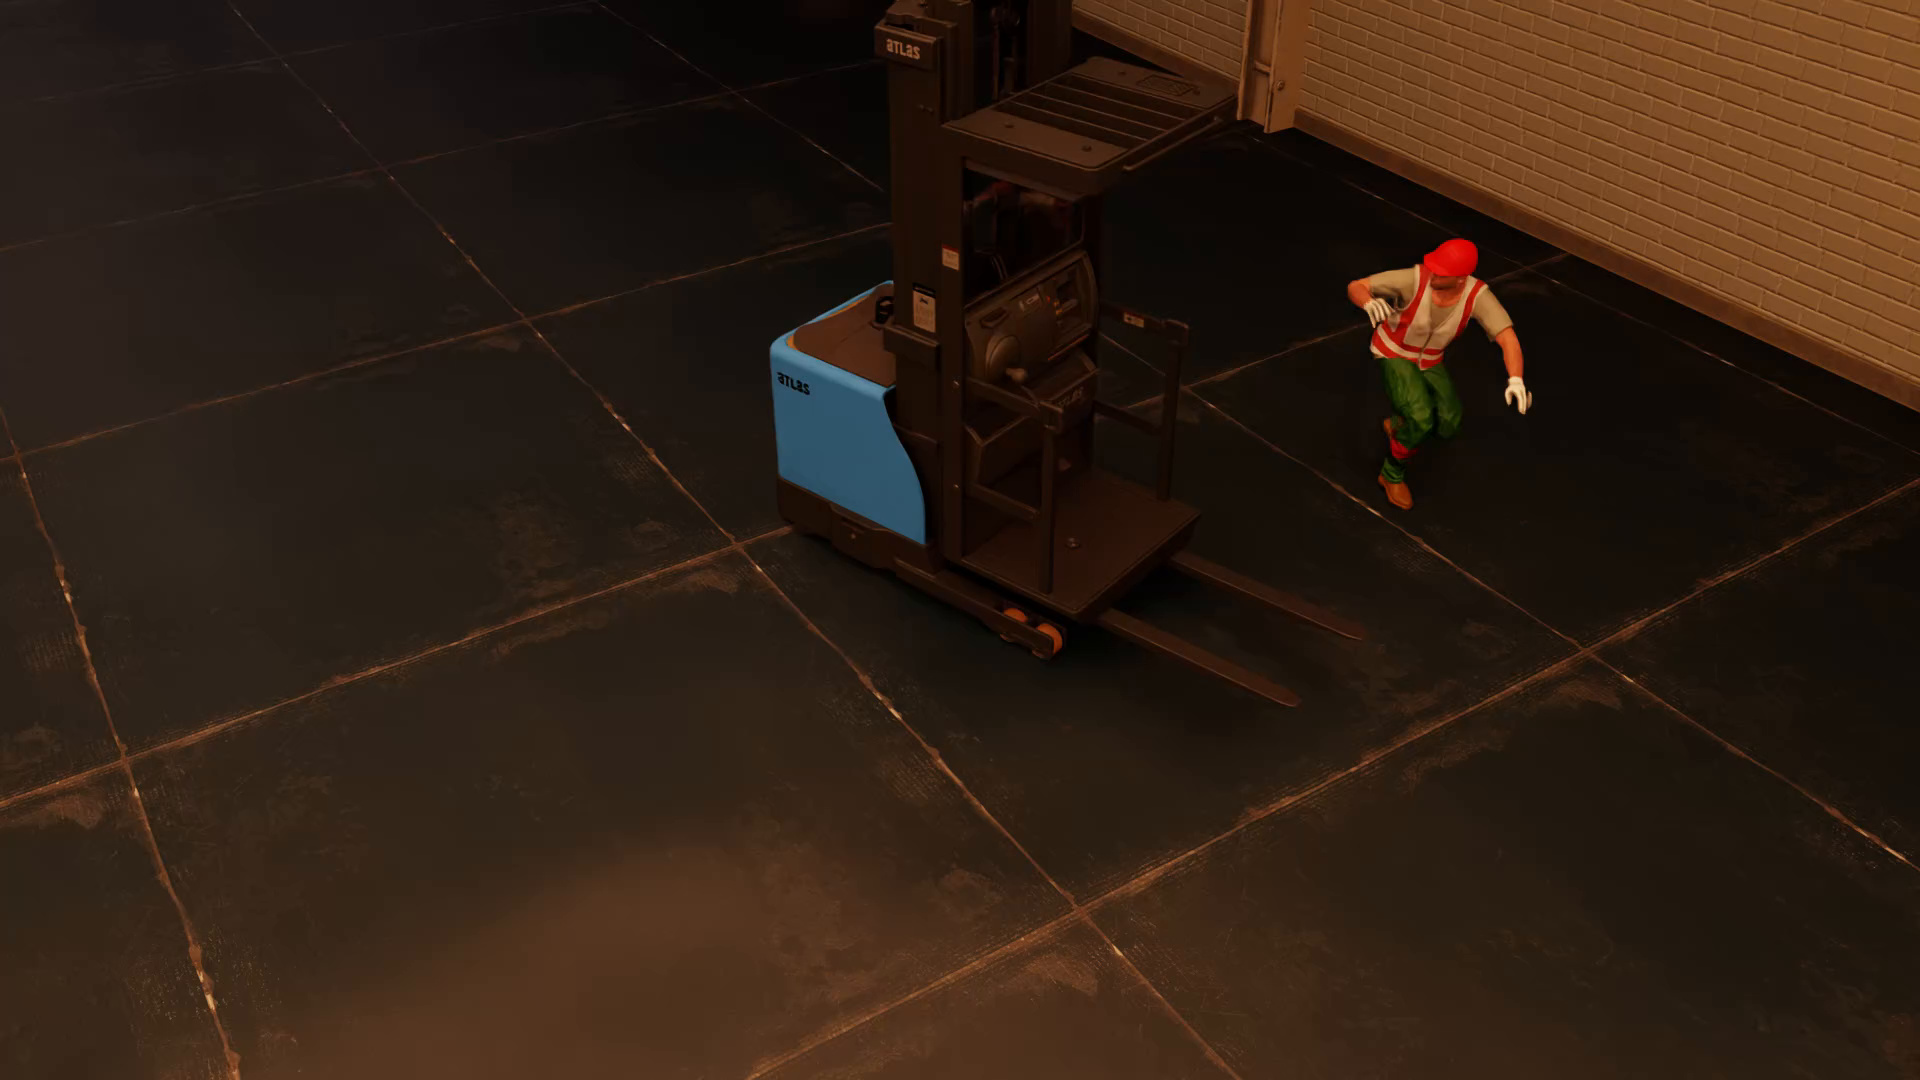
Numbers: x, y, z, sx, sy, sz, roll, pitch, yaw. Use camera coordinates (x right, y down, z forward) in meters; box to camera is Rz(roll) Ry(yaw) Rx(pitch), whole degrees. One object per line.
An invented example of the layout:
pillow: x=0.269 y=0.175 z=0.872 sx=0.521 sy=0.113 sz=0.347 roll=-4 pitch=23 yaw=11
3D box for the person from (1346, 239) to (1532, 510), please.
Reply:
person: x=2.430 y=-0.841 z=8.600 sx=0.782 sy=1.478 sz=1.011 roll=-7 pitch=36 yaw=-10

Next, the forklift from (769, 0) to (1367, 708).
forklift: x=0.500 y=-0.981 z=7.544 sx=3.031 sy=2.935 sz=1.130 roll=25 pitch=42 yaw=31
